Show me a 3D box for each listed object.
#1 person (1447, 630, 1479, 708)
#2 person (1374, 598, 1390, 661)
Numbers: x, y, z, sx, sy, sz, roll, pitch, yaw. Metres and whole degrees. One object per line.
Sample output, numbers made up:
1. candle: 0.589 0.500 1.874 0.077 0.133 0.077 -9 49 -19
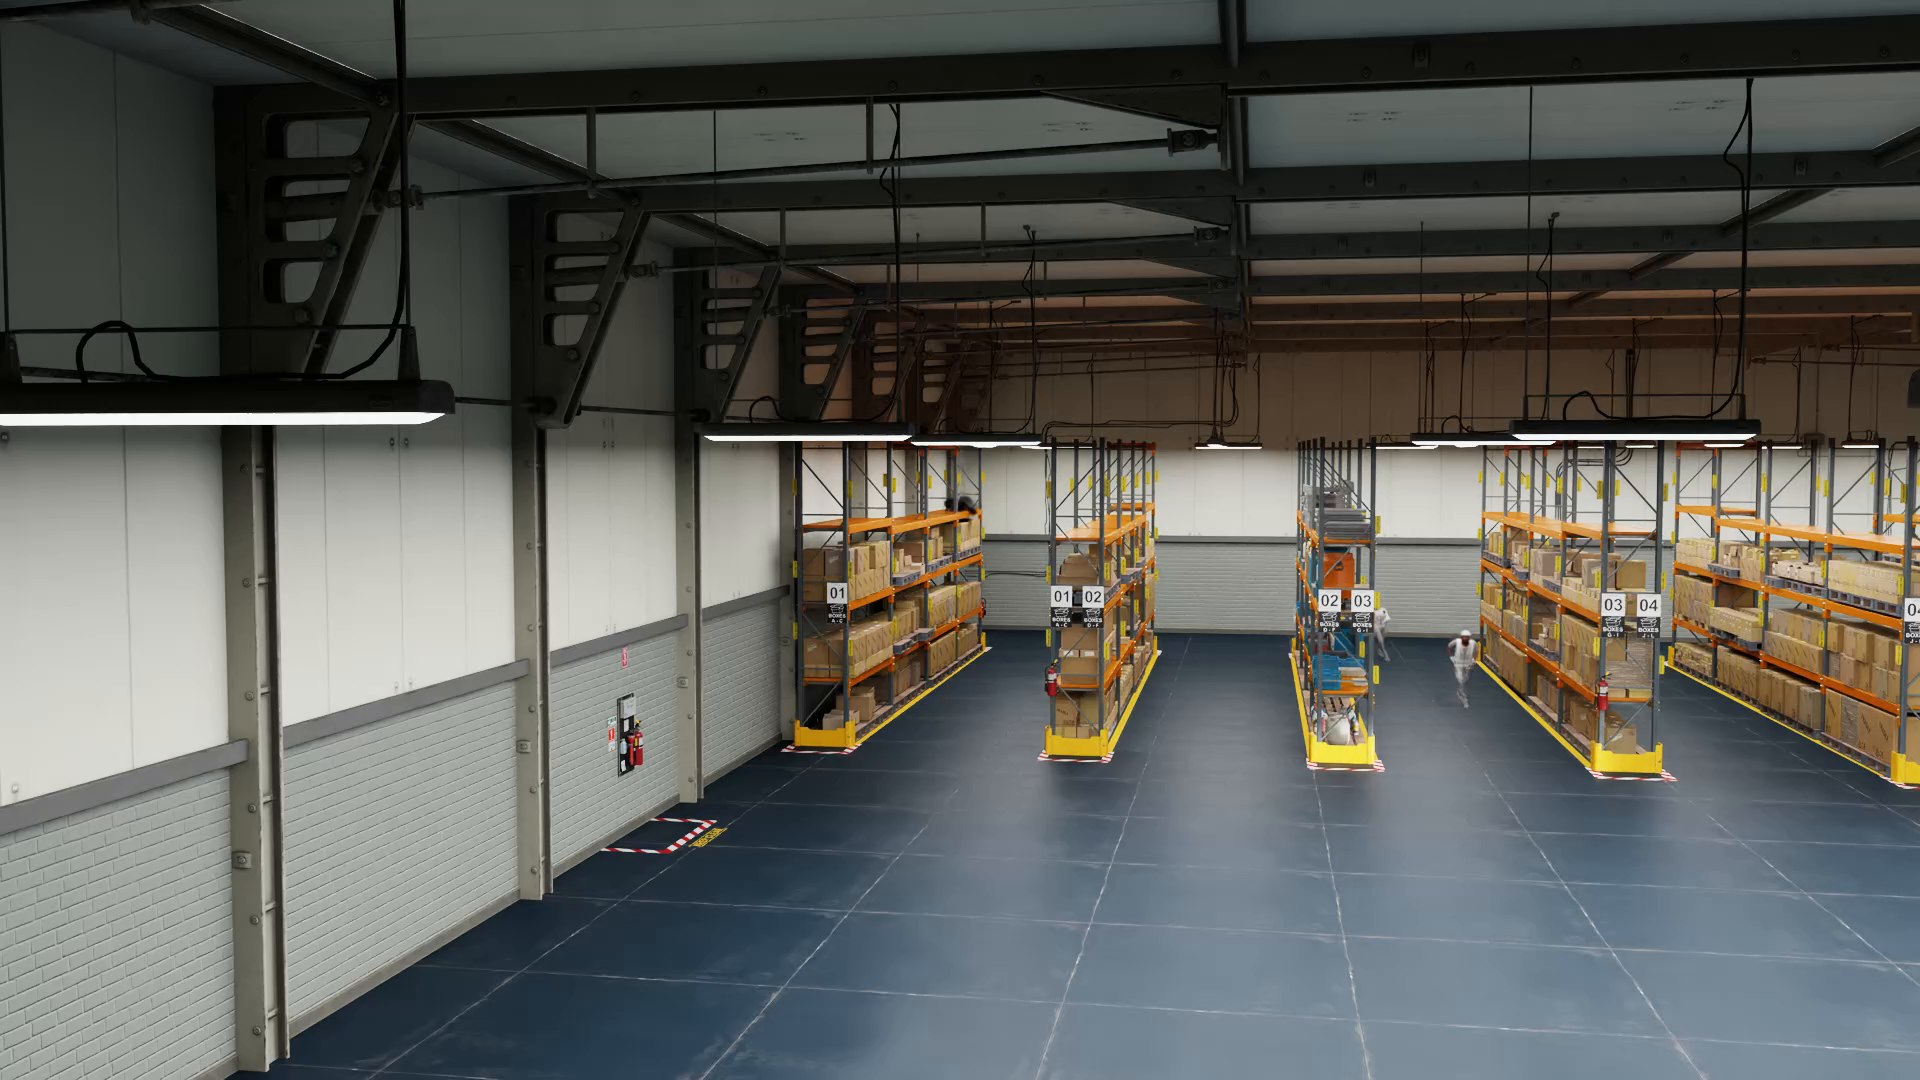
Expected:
1. person: 11.377 2.888 37.697 0.692 1.775 0.990 0 3 7
2. person: 11.551 2.447 45.880 0.636 1.713 0.878 -1 3 -10
